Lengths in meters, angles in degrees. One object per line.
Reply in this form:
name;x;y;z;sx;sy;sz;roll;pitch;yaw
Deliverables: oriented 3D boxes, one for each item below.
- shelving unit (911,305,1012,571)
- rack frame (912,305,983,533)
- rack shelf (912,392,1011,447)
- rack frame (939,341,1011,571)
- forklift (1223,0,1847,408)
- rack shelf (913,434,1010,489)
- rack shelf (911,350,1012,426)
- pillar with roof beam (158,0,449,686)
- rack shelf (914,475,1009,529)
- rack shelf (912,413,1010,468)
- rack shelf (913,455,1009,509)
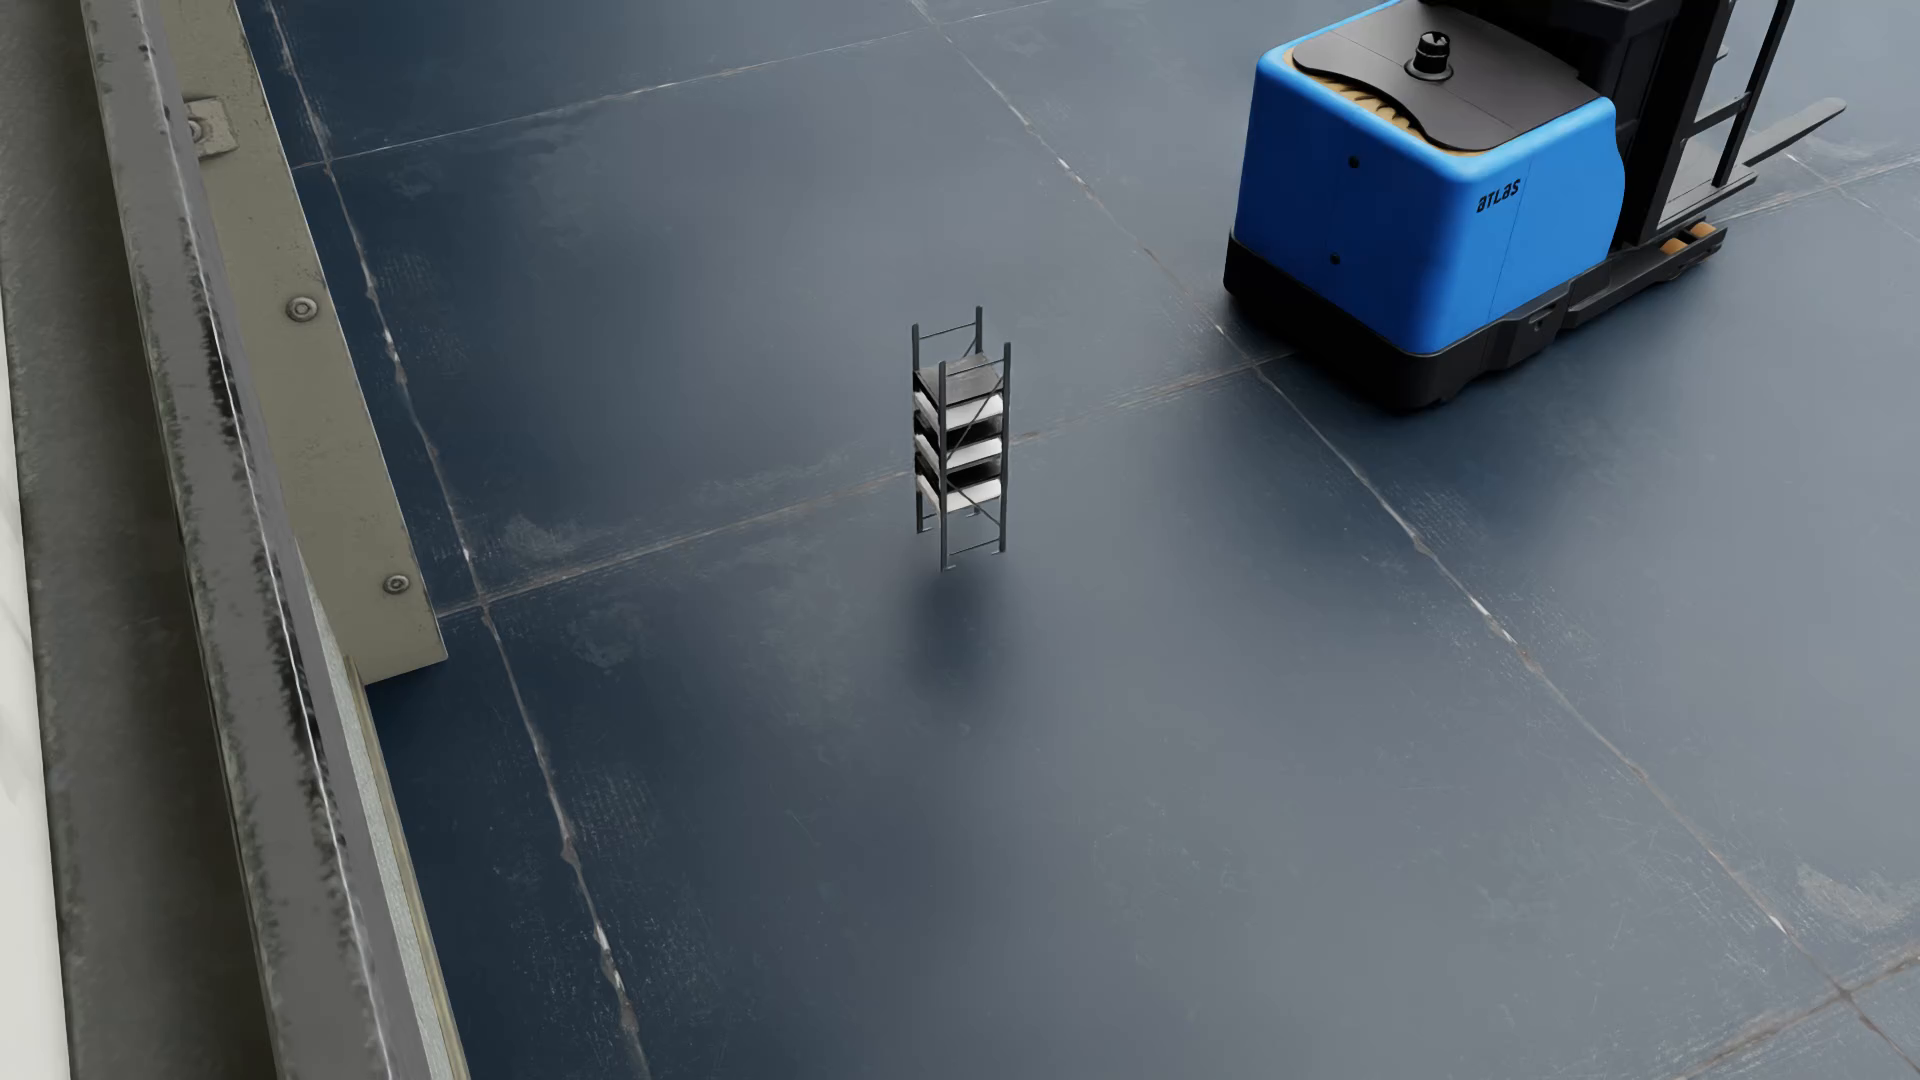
shelving unit;0.003;-0.315;5.429;0.258;0.900;0.210;-18;47;-17
rack frame;-0.039;-0.380;5.494;0.240;0.900;0.006;-18;47;-17
rack shelf;0.003;-0.420;5.326;0.258;0.077;0.200;-18;47;-17
rack frame;0.046;-0.250;5.363;0.240;0.900;0.006;-18;47;-17
forklift;2.543;-2.382;6.077;3.031;2.935;1.130;-28;51;-25
rack shelf;0.003;-0.291;5.452;0.258;0.077;0.200;-18;47;-17
rack shelf;0.003;-0.484;5.262;0.258;0.077;0.200;-18;47;-17
pillar with roof beam;2.035;-4.173;3.573;9.100;9.000;0.400;-18;47;-17
rack shelf;0.003;-0.163;5.579;0.258;0.077;0.200;-18;47;-17
rack shelf;0.003;-0.355;5.389;0.258;0.077;0.200;-18;47;-17
rack shelf;0.003;-0.227;5.515;0.258;0.077;0.200;-18;47;-17
